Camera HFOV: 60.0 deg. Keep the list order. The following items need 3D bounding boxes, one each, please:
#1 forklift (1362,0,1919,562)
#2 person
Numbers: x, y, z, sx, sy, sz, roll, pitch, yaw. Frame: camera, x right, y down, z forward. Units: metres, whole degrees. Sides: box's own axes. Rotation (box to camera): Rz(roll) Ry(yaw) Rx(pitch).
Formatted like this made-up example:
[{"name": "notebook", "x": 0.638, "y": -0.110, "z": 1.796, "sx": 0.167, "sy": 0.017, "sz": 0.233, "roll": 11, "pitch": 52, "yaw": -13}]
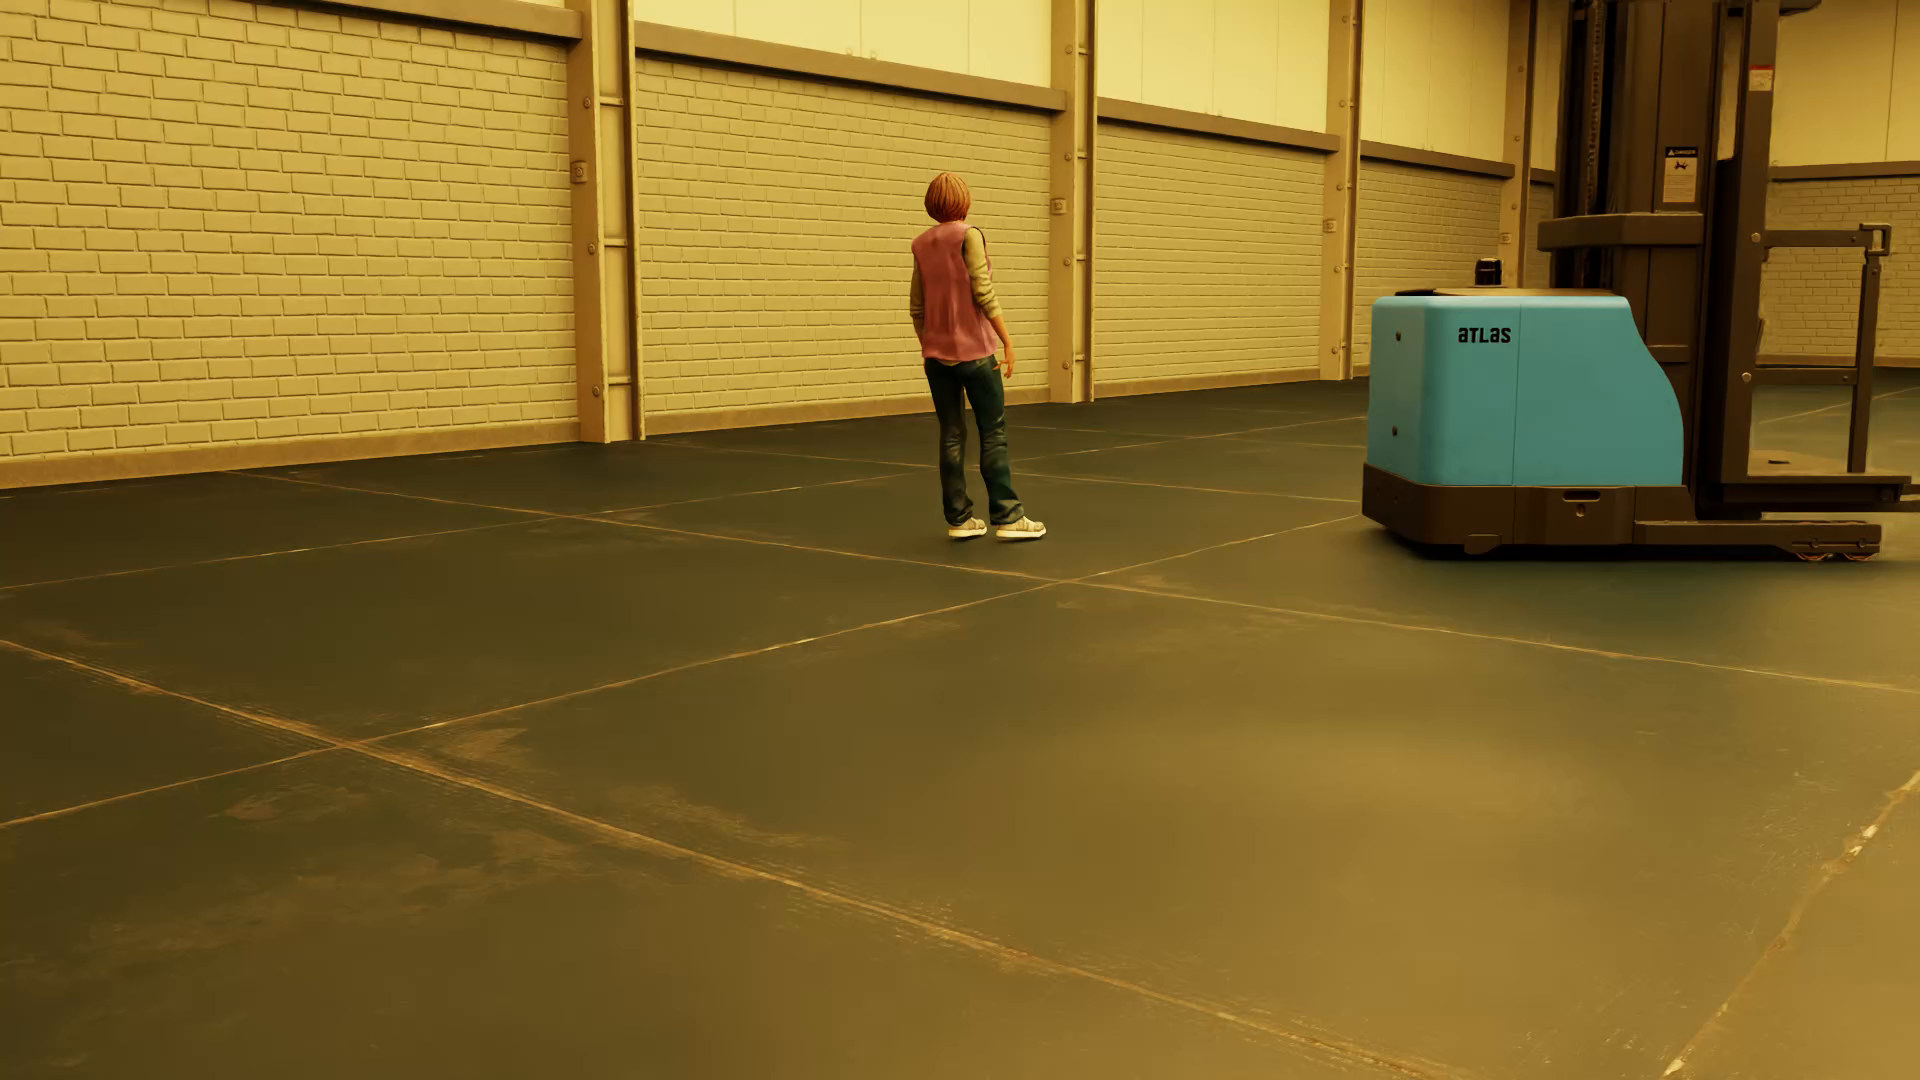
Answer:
[{"name": "forklift", "x": 3.385, "y": -1.438, "z": 7.109, "sx": 3.031, "sy": 2.935, "sz": 1.130, "roll": 0, "pitch": 8, "yaw": 0}, {"name": "person", "x": 0.057, "y": -0.804, "z": 7.336, "sx": 0.520, "sy": 1.596, "sz": 0.476, "roll": 7, "pitch": 11, "yaw": 38}]
